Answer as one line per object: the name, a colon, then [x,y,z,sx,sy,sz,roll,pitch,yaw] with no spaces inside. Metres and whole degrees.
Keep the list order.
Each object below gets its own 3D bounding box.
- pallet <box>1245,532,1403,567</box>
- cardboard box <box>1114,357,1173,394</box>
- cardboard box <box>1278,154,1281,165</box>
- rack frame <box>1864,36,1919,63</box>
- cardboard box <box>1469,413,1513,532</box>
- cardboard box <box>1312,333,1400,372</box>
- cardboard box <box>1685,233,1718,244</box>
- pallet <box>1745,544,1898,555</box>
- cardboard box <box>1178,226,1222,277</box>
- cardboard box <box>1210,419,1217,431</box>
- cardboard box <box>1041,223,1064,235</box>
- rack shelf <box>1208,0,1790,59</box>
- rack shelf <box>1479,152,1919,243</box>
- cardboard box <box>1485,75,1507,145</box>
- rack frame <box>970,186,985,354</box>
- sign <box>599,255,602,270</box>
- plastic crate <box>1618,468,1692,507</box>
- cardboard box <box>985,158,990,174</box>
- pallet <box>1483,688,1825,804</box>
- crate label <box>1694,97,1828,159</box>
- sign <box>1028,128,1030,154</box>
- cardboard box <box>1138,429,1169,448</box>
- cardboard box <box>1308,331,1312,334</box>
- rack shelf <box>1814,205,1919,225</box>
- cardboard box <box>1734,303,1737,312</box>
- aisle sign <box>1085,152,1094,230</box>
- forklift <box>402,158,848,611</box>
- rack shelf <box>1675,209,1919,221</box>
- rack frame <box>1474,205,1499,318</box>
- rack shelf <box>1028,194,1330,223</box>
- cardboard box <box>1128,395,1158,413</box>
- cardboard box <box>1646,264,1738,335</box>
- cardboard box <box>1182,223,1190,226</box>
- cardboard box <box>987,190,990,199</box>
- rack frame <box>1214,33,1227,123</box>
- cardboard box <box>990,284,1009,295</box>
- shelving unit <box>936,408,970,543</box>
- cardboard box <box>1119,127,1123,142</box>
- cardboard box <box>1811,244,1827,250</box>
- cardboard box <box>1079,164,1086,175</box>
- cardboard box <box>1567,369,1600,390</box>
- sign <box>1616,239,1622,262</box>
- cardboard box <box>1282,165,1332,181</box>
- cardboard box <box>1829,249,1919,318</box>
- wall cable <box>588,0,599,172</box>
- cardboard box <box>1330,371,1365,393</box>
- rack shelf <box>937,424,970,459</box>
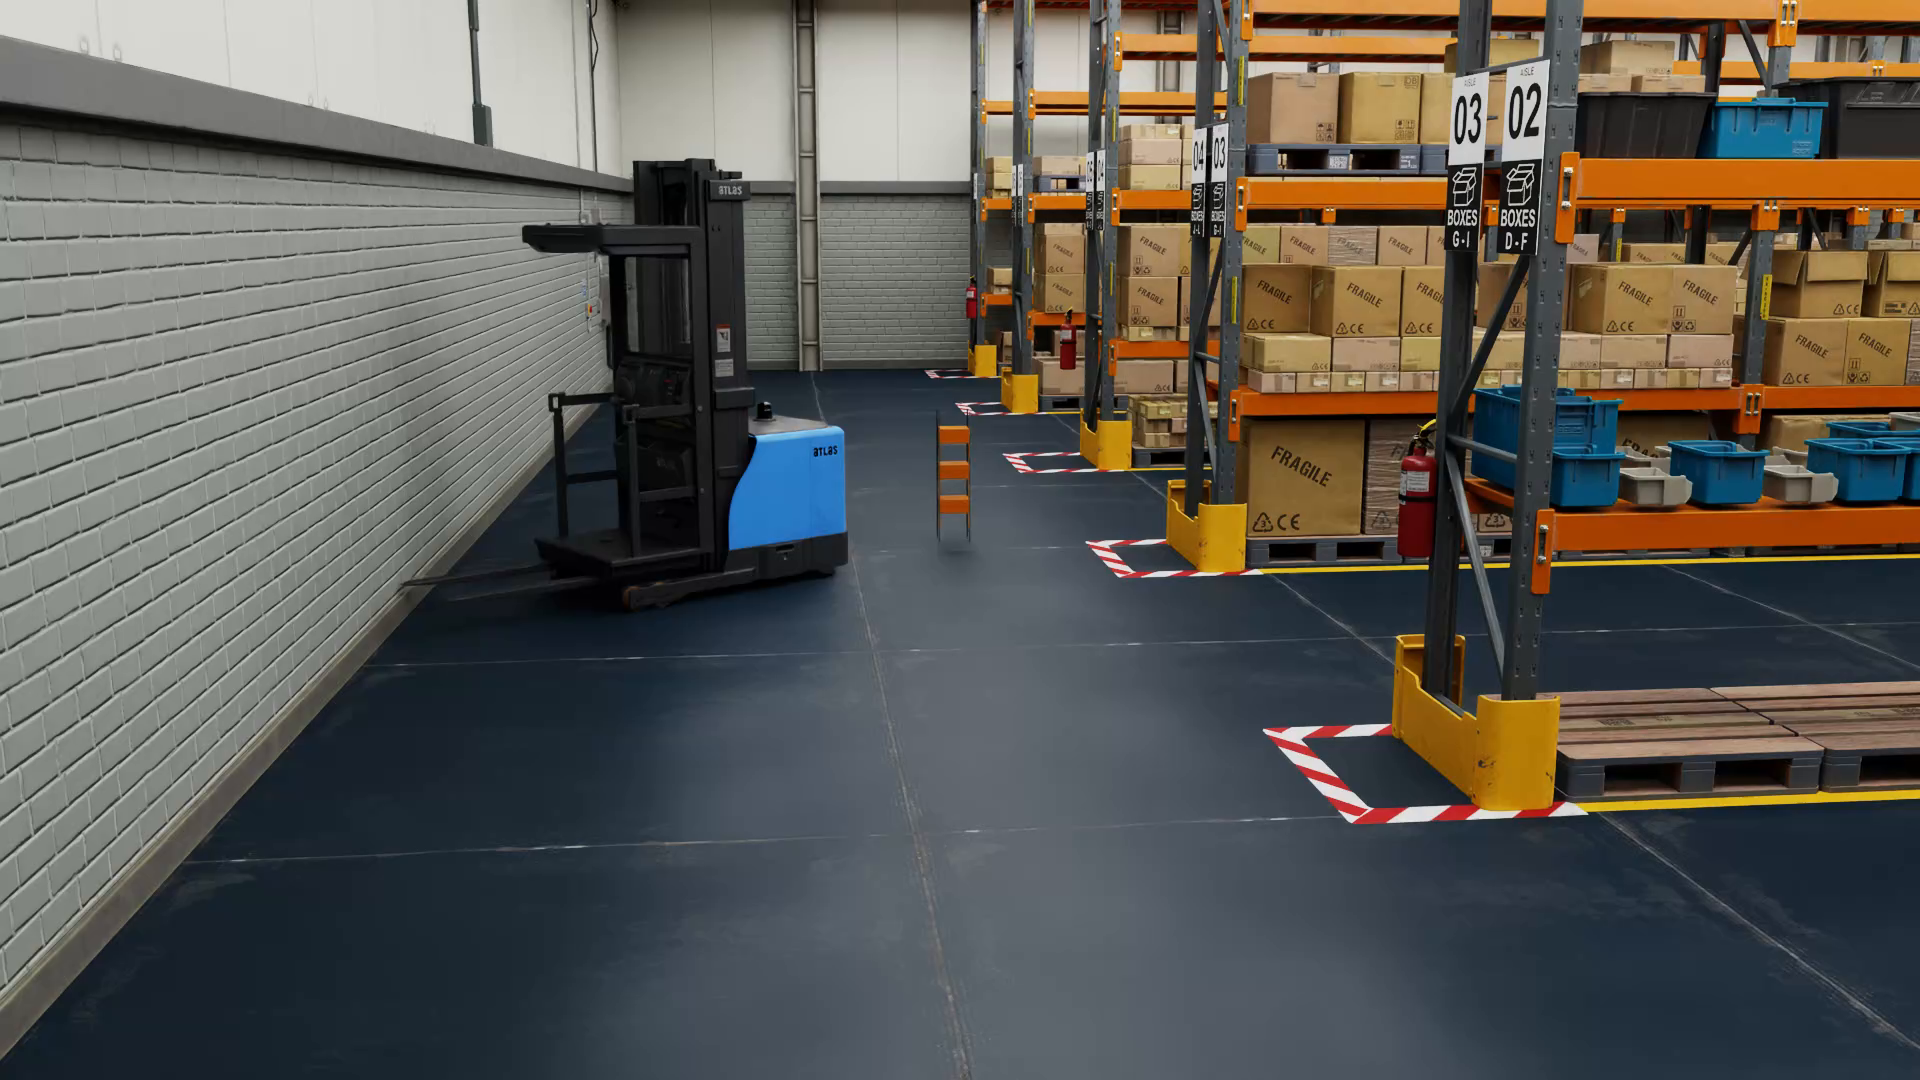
pallet: [2.678,-0.010,12.873,1.213,0.211,1.003,-1,11,-6]
cardboard box: [2.375,-2.250,22.590,0.875,0.438,0.875,-1,11,-5]
cardboard box: [2.943,-3.922,16.860,0.500,0.250,0.500,-1,11,-5]
rack frame: [12.751,-6.441,22.803,0.127,3.000,1.000,-1,11,-6]
cardboard box: [4.308,-0.577,12.944,0.875,0.875,0.875,-1,11,-6]
cardboard box: [2.914,-1.390,12.278,0.500,0.250,0.500,-1,11,-7]
cardboard box: [10.370,-4.222,23.265,0.250,0.149,0.380,-2,11,-9]
pallet: [6.627,-0.093,13.291,1.213,0.211,1.003,-1,11,-6]
cardboard box: [2.432,-2.956,17.006,0.500,0.500,0.500,-1,11,-4]
cardboard box: [2.517,-1.232,17.389,0.250,0.149,0.380,-1,11,-5]
cardboard box: [1.204,-4.060,21.709,0.250,0.149,0.380,-1,11,-5]
rack shelf: [3.879,-3.783,12.185,4.000,0.370,1.077,-1,11,-6]
rack shelf: [4.414,-1.558,7.604,4.000,0.370,1.077,-1,11,-6]
cardboard box: [4.026,-3.184,12.407,0.500,0.500,0.700,-1,11,-4]
rack frame: [0.281,-4.199,26.952,0.127,3.000,1.000,-1,11,-6]
sign: [-5.064,-3.922,23.399,0.001,0.242,0.339,-1,11,-6]
plastic crate: [3.035,-0.230,7.290,0.298,0.136,0.250,-1,11,-6]
cardboard box: [0.693,-6.051,26.919,0.500,0.250,0.500,-2,11,-8]
pallet: [3.250,0.961,7.930,1.213,0.211,1.003,-1,11,-6]
crate label: [3.378,-1.753,7.119,0.502,0.251,0.408,-1,11,-6]
sign: [0.875,-5.080,21.187,0.005,0.325,0.100,-1,11,-6]
cardboard box: [2.011,-1.057,17.270,0.250,0.149,0.380,-1,11,-5]
cardboard box: [2.849,-1.491,12.792,0.500,0.250,0.500,-1,11,-7]
rack shelf: [11.398,-3.627,18.132,4.000,0.370,1.077,-1,11,-6]
cardboard box: [7.950,-2.431,17.518,0.250,0.149,0.380,-2,11,-9]
aisle sign: [1.351,-3.632,17.327,0.004,0.787,0.394,-1,11,-6]
forklift: [-2.258,-1.080,11.266,3.031,2.935,1.130,-10,15,-40]
rack shelf: [14.199,-5.610,28.215,4.000,0.370,1.077,-1,11,-6]
rack frame: [5.433,-2.384,17.716,0.127,3.000,1.000,-1,11,-6]
rack shelf: [2.809,-4.408,22.102,4.000,0.370,1.077,-1,11,-6]
cardboard box: [1.955,-1.459,17.773,0.250,0.149,0.380,-1,11,-5]
cardboard box: [5.440,-1.810,12.471,0.500,0.500,0.500,-1,11,-4]
cardboard box: [3.005,-4.099,21.908,0.250,0.149,0.380,-1,11,-6]
cardboard box: [0.574,-5.599,26.946,0.250,0.149,0.380,-1,11,-5]
rack frame: [4.258,-7.226,26.797,0.127,3.000,1.000,-1,11,-6]
cardboard box: [0.638,-4.030,26.743,0.250,0.149,0.380,-1,11,-7]
shelving unit: [-0.053,-0.514,13.261,0.252,1.050,0.215,-1,11,-6]
cardboard box: [1.755,-4.203,17.253,0.250,0.149,0.380,-1,11,-7]
cardboard box: [11.824,-3.834,22.976,0.500,0.500,0.500,-1,11,-6]
cardboard box: [1.667,-4.902,22.053,0.250,0.149,0.380,-2,11,-10]
cardboard box: [4.577,-1.216,12.430,0.250,0.149,0.380,-1,11,-5]
sign: [8.837,-3.876,22.305,0.005,0.325,0.100,-1,11,-6]
cardboard box: [3.479,-3.691,16.979,0.500,0.250,0.500,-1,11,-6]
cardboard box: [7.185,-1.998,12.898,0.637,0.503,0.797,-1,11,-5]
wall cable: [-5.145,-6.716,24.106,0.133,3.039,2.988,-1,11,-6]
cardboard box: [2.789,-1.179,12.239,0.250,0.149,0.380,-1,11,-7]
rack shelf: [-0.053,-0.782,13.208,0.240,0.259,0.215,-1,11,-6]
